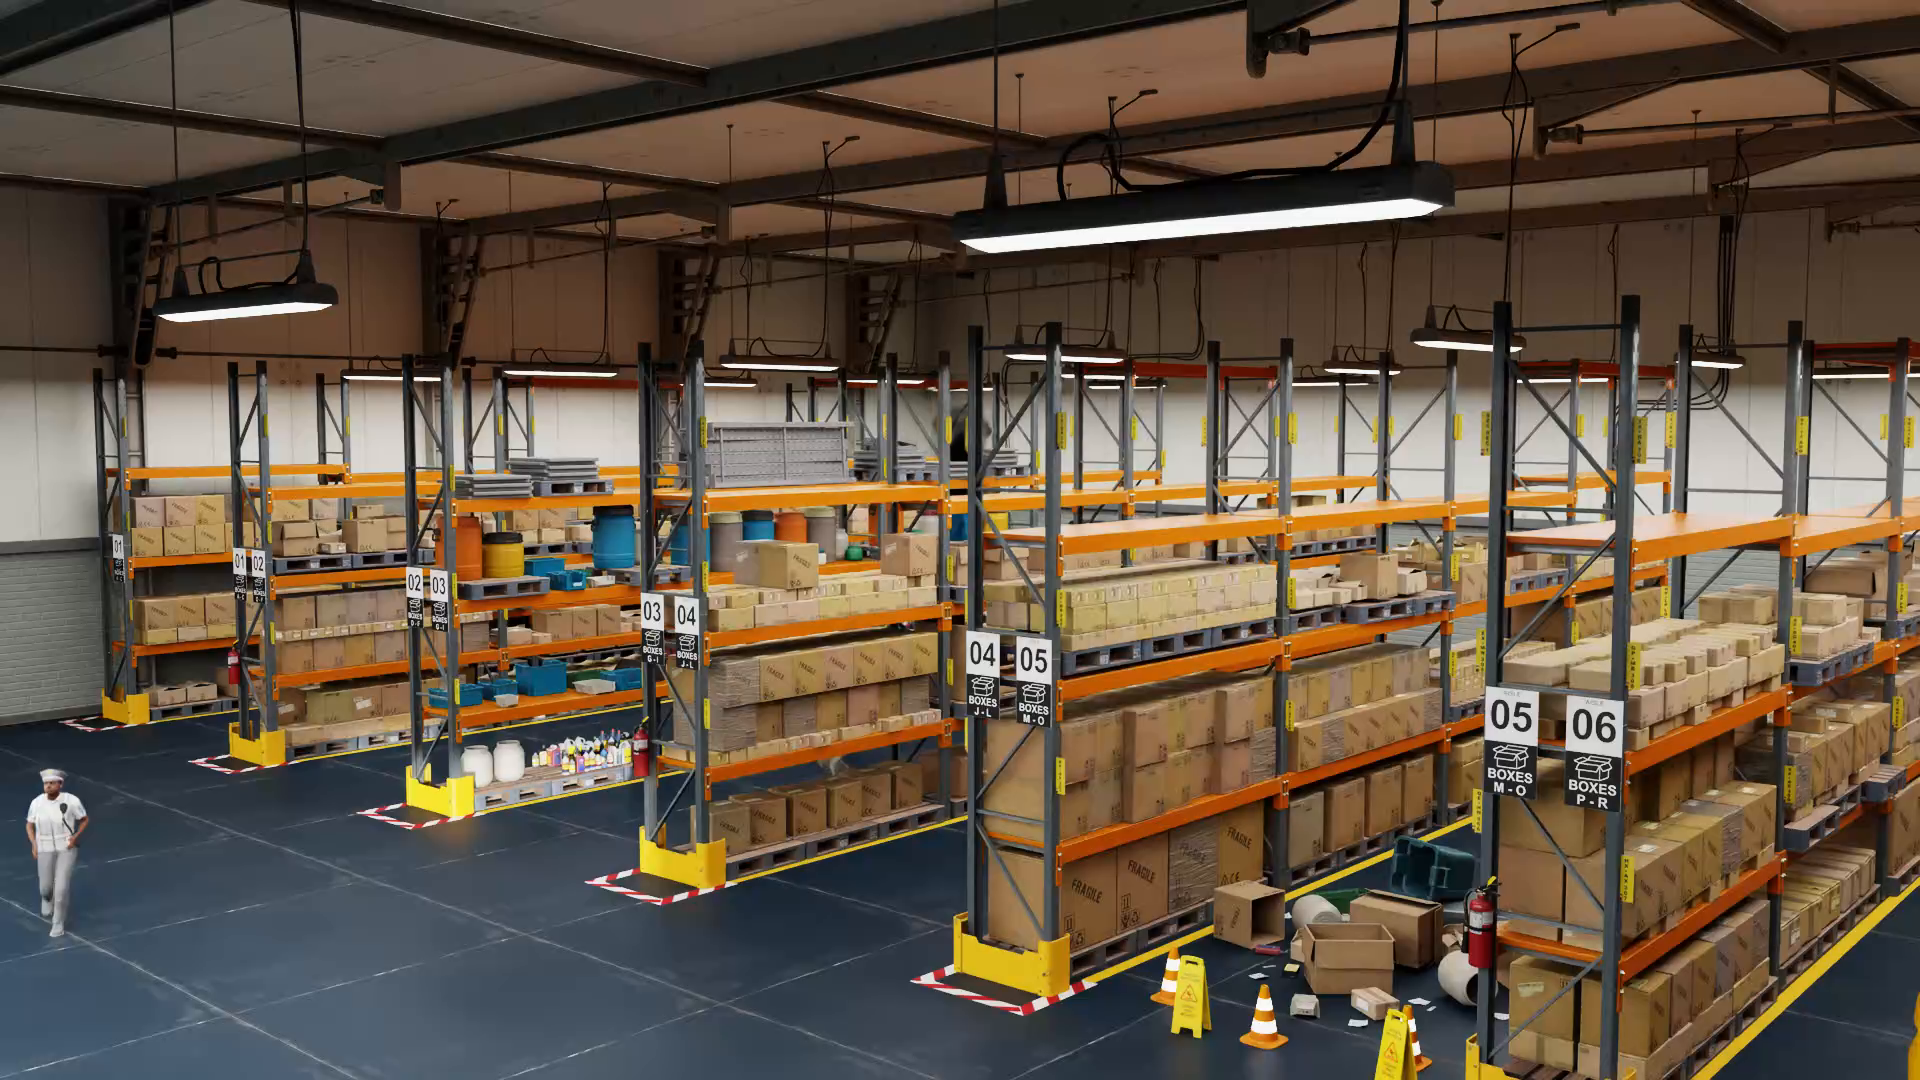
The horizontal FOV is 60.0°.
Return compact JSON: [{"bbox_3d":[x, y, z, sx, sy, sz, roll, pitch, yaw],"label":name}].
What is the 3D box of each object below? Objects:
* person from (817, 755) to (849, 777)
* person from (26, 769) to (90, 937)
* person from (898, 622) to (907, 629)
[{"bbox_3d":[-1.679,2.632,22.639,0.708,1.726,0.660,3,5,34],"label":"person"},{"bbox_3d":[-9.091,3.110,16.776,0.576,1.668,0.609,-1,4,-19],"label":"person"},{"bbox_3d":[-1.243,1.950,32.350,0.573,1.733,0.812,2,5,28],"label":"person"}]
